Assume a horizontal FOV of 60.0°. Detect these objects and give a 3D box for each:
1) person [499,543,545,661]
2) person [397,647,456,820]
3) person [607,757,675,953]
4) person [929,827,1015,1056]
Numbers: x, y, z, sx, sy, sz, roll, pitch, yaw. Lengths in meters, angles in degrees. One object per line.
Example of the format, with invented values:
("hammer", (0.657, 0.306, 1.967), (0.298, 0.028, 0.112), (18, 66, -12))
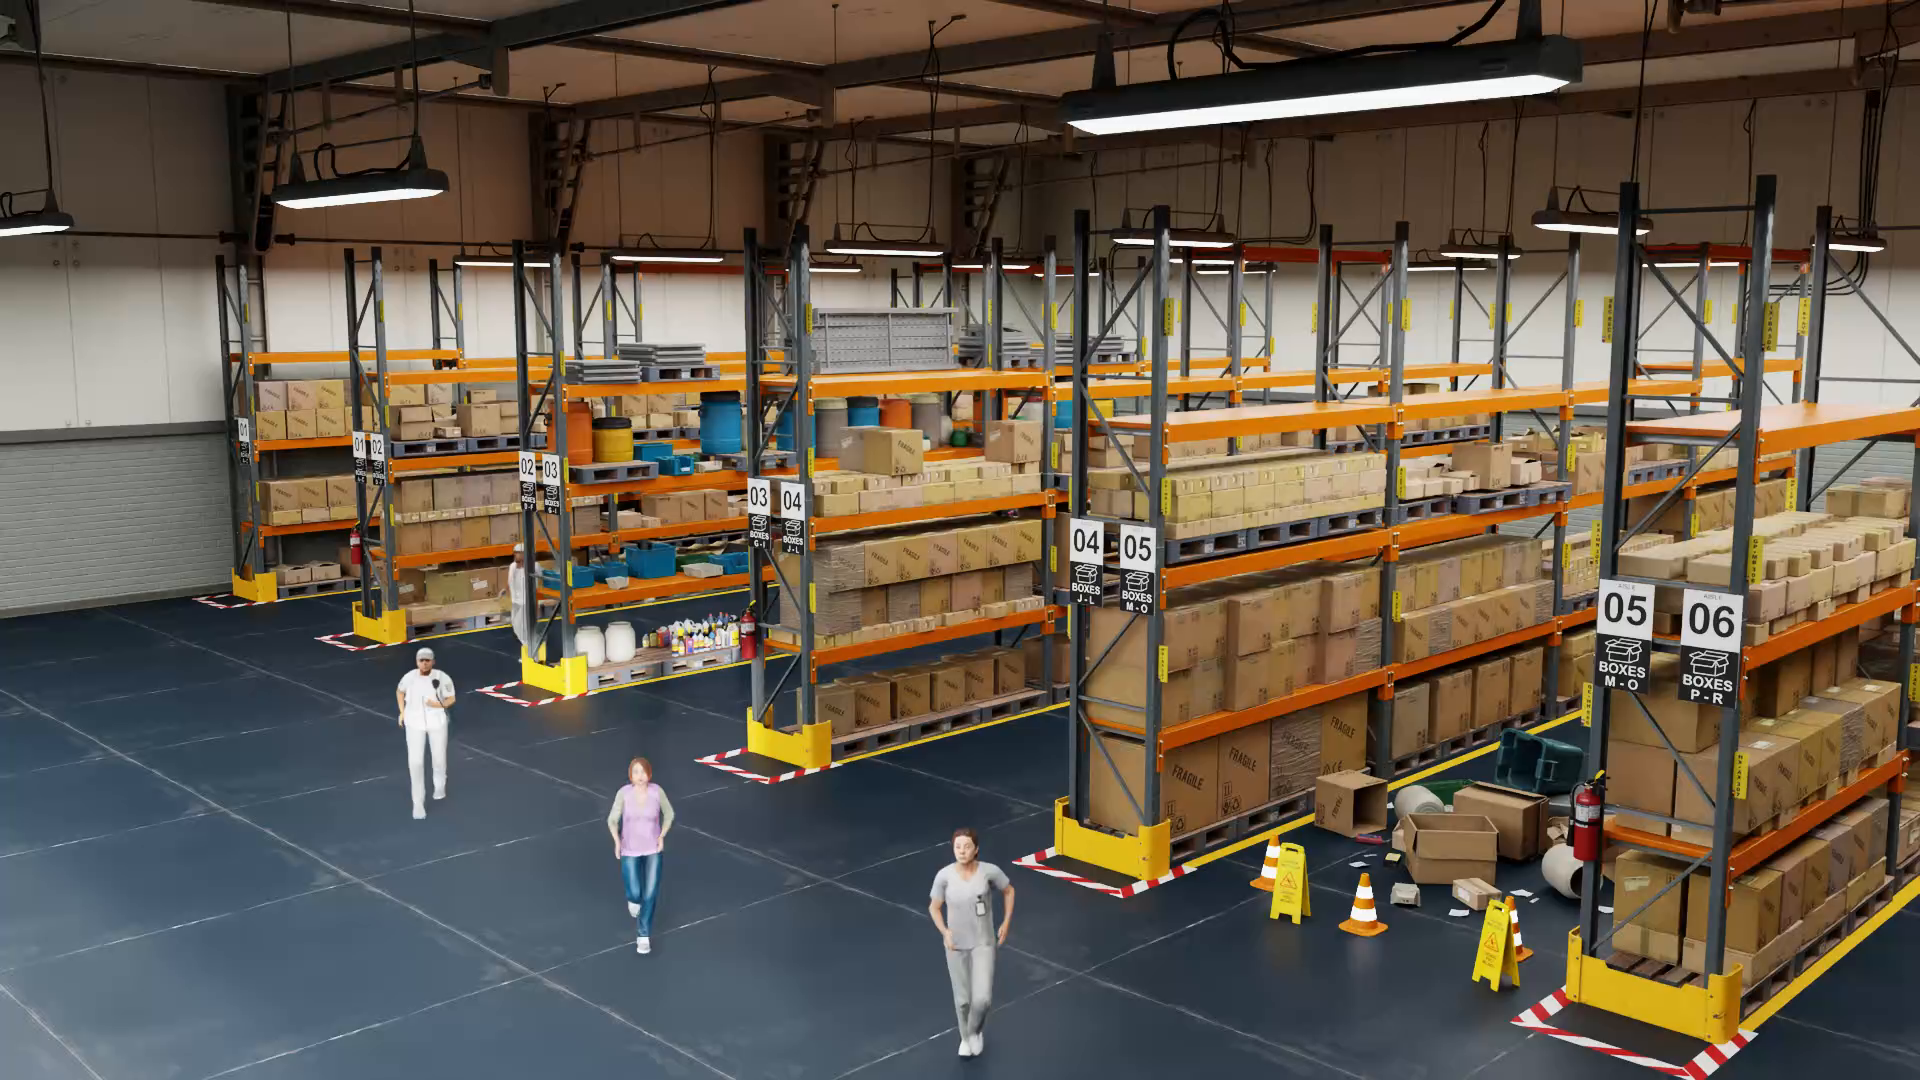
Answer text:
("person", (-6.302, 0.913, 23.912), (0.711, 1.738, 0.595), (6, 10, 35))
("person", (-5.457, 1.945, 17.044), (0.579, 1.729, 0.764), (-2, 8, -17))
("person", (-2.575, 2.511, 13.475), (0.537, 1.560, 0.589), (-2, 8, -13))
("person", (0.073, 2.769, 11.337), (0.578, 1.620, 0.574), (1, 8, 5))
